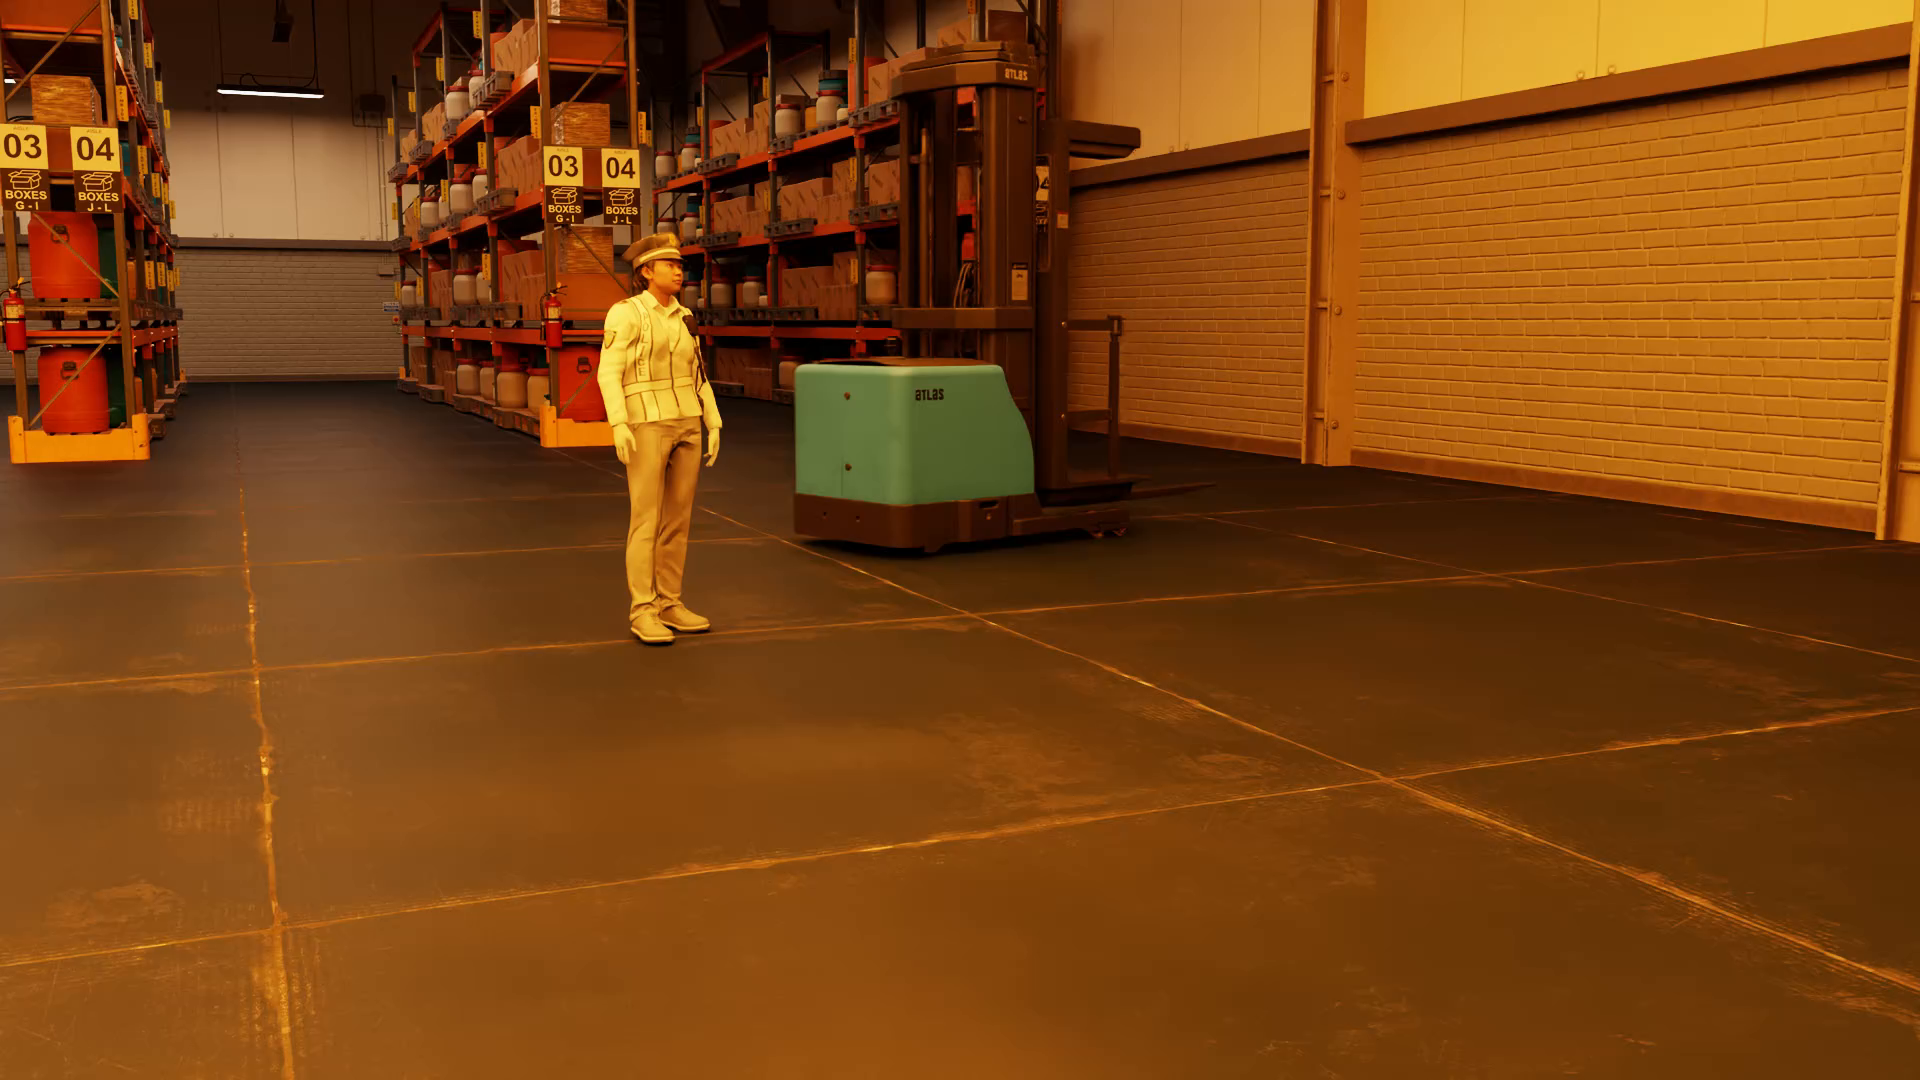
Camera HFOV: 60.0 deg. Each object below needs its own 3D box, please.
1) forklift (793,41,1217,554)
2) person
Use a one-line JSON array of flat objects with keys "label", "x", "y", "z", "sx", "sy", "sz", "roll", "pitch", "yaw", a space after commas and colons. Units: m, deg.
[{"label": "forklift", "x": 0.424, "y": -1.514, "z": 10.425, "sx": 3.031, "sy": 2.935, "sz": 1.130, "roll": -7, "pitch": 10, "yaw": -42}, {"label": "person", "x": -1.228, "y": -0.457, "z": 7.081, "sx": 0.531, "sy": 1.696, "sz": 0.589, "roll": 7, "pitch": 10, "yaw": 42}]
